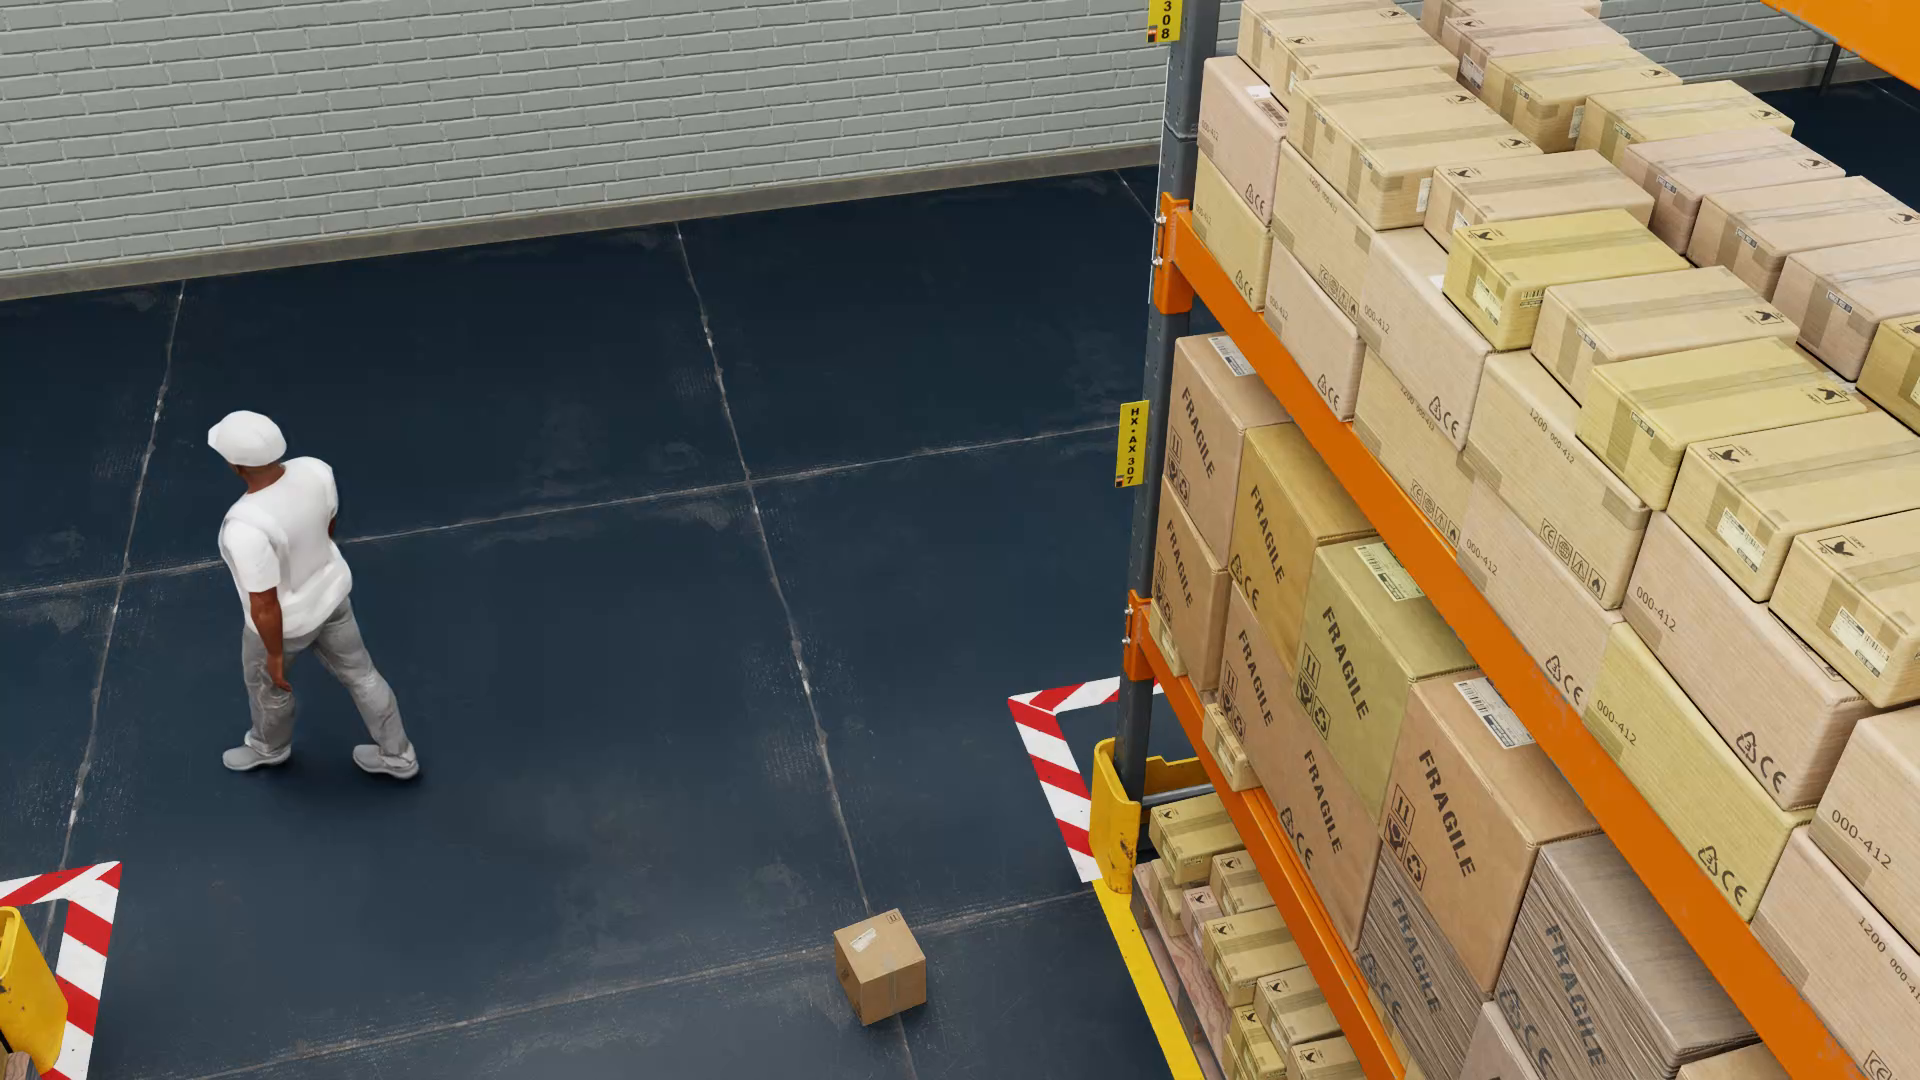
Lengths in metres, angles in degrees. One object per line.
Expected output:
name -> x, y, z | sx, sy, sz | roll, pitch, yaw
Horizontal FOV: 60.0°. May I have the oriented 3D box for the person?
person -> -2.614, 0.222, 6.403 | 0.854, 1.766, 0.614 | 14, 40, 17
